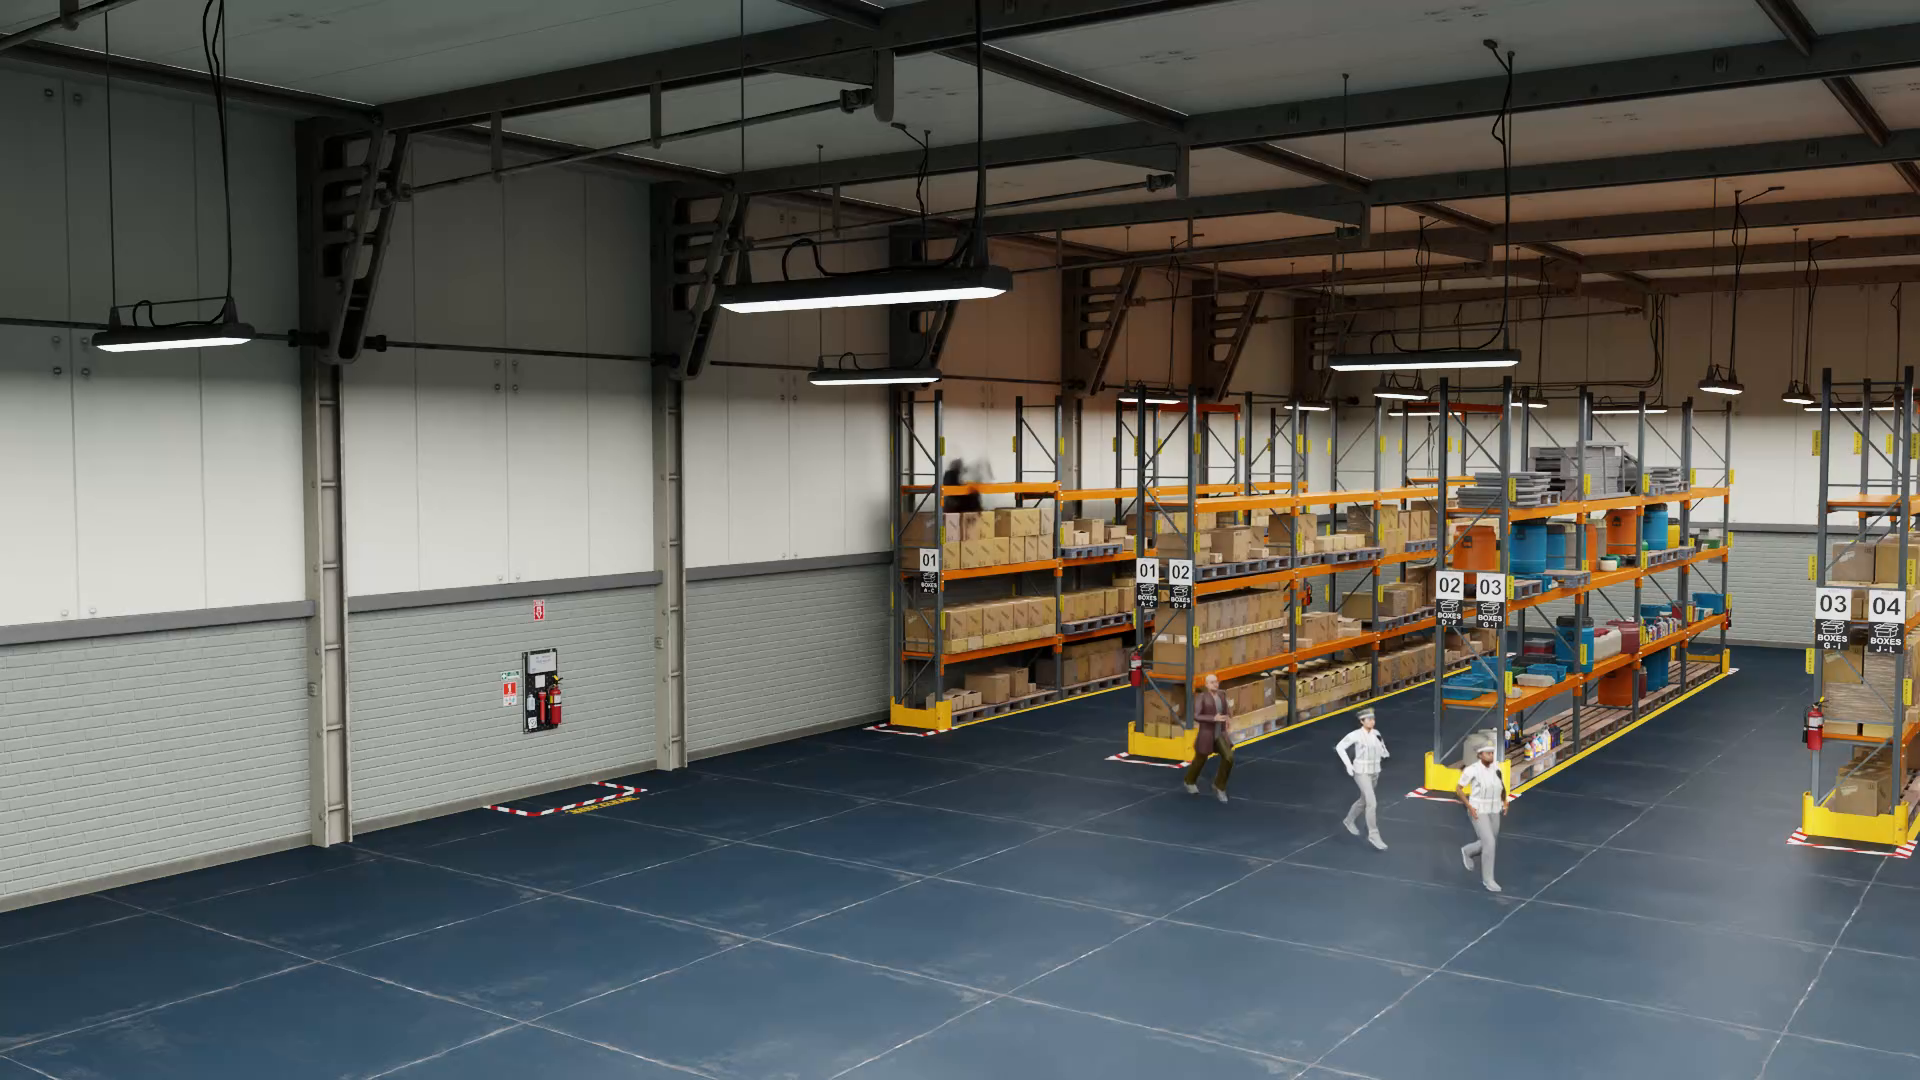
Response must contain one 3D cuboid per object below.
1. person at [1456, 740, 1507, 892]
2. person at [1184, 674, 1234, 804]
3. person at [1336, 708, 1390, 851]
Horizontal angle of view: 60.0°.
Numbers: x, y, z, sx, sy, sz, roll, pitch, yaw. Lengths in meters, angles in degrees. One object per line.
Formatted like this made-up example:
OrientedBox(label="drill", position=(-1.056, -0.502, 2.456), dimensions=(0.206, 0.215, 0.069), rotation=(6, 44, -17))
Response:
OrientedBox(label="person", position=(5.960, 3.107, 19.033), dimensions=(0.597, 1.685, 0.763), rotation=(-1, 3, -22))
OrientedBox(label="person", position=(3.562, 2.794, 23.539), dimensions=(0.734, 1.824, 0.972), rotation=(-1, 3, -23))
OrientedBox(label="person", position=(5.112, 2.962, 20.924), dimensions=(0.593, 1.726, 0.839), rotation=(-2, 4, -33))
